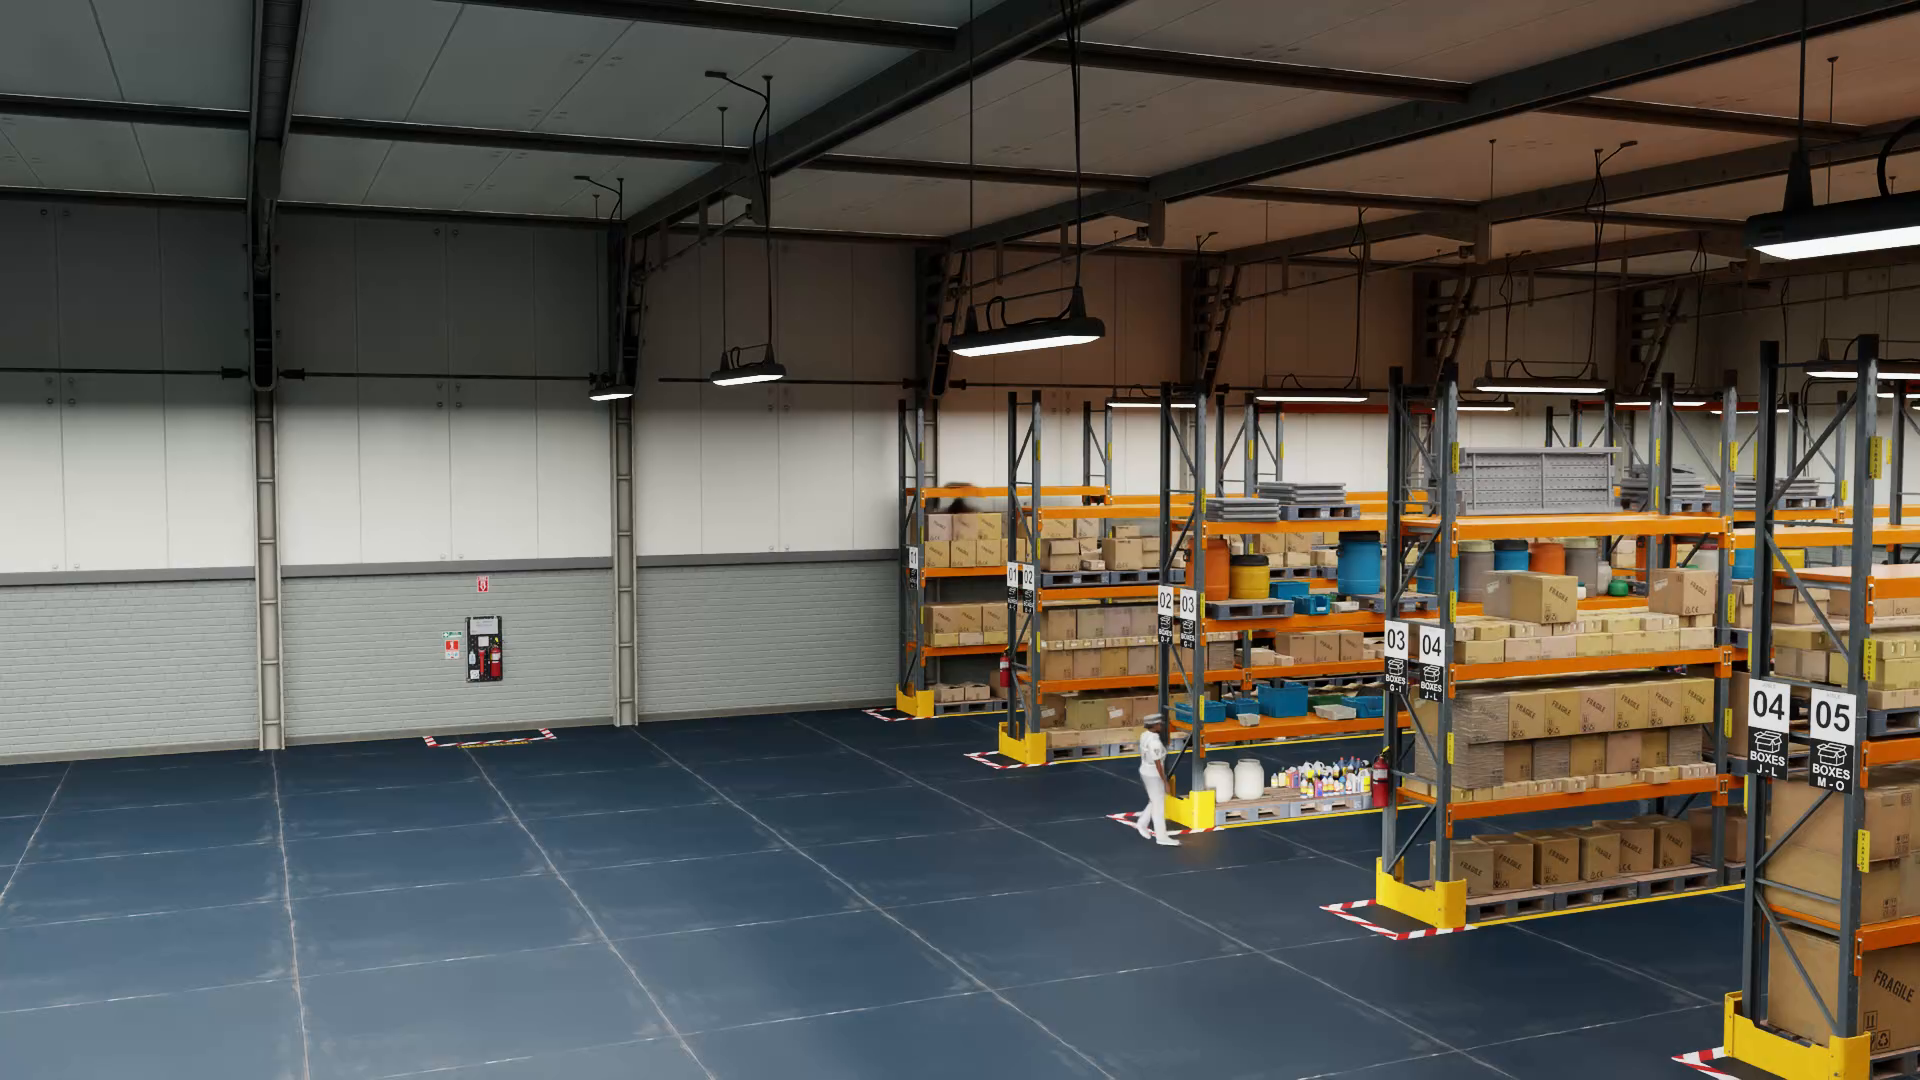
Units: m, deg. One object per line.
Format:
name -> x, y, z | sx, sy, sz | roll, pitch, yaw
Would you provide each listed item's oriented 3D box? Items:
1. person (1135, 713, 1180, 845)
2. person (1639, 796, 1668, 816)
person -> 2.538, 3.066, 21.441 | 0.539, 1.671, 0.539 | 0, 3, -4
person -> 9.097, 3.004, 21.854 | 0.572, 1.772, 0.499 | -2, 4, -27
